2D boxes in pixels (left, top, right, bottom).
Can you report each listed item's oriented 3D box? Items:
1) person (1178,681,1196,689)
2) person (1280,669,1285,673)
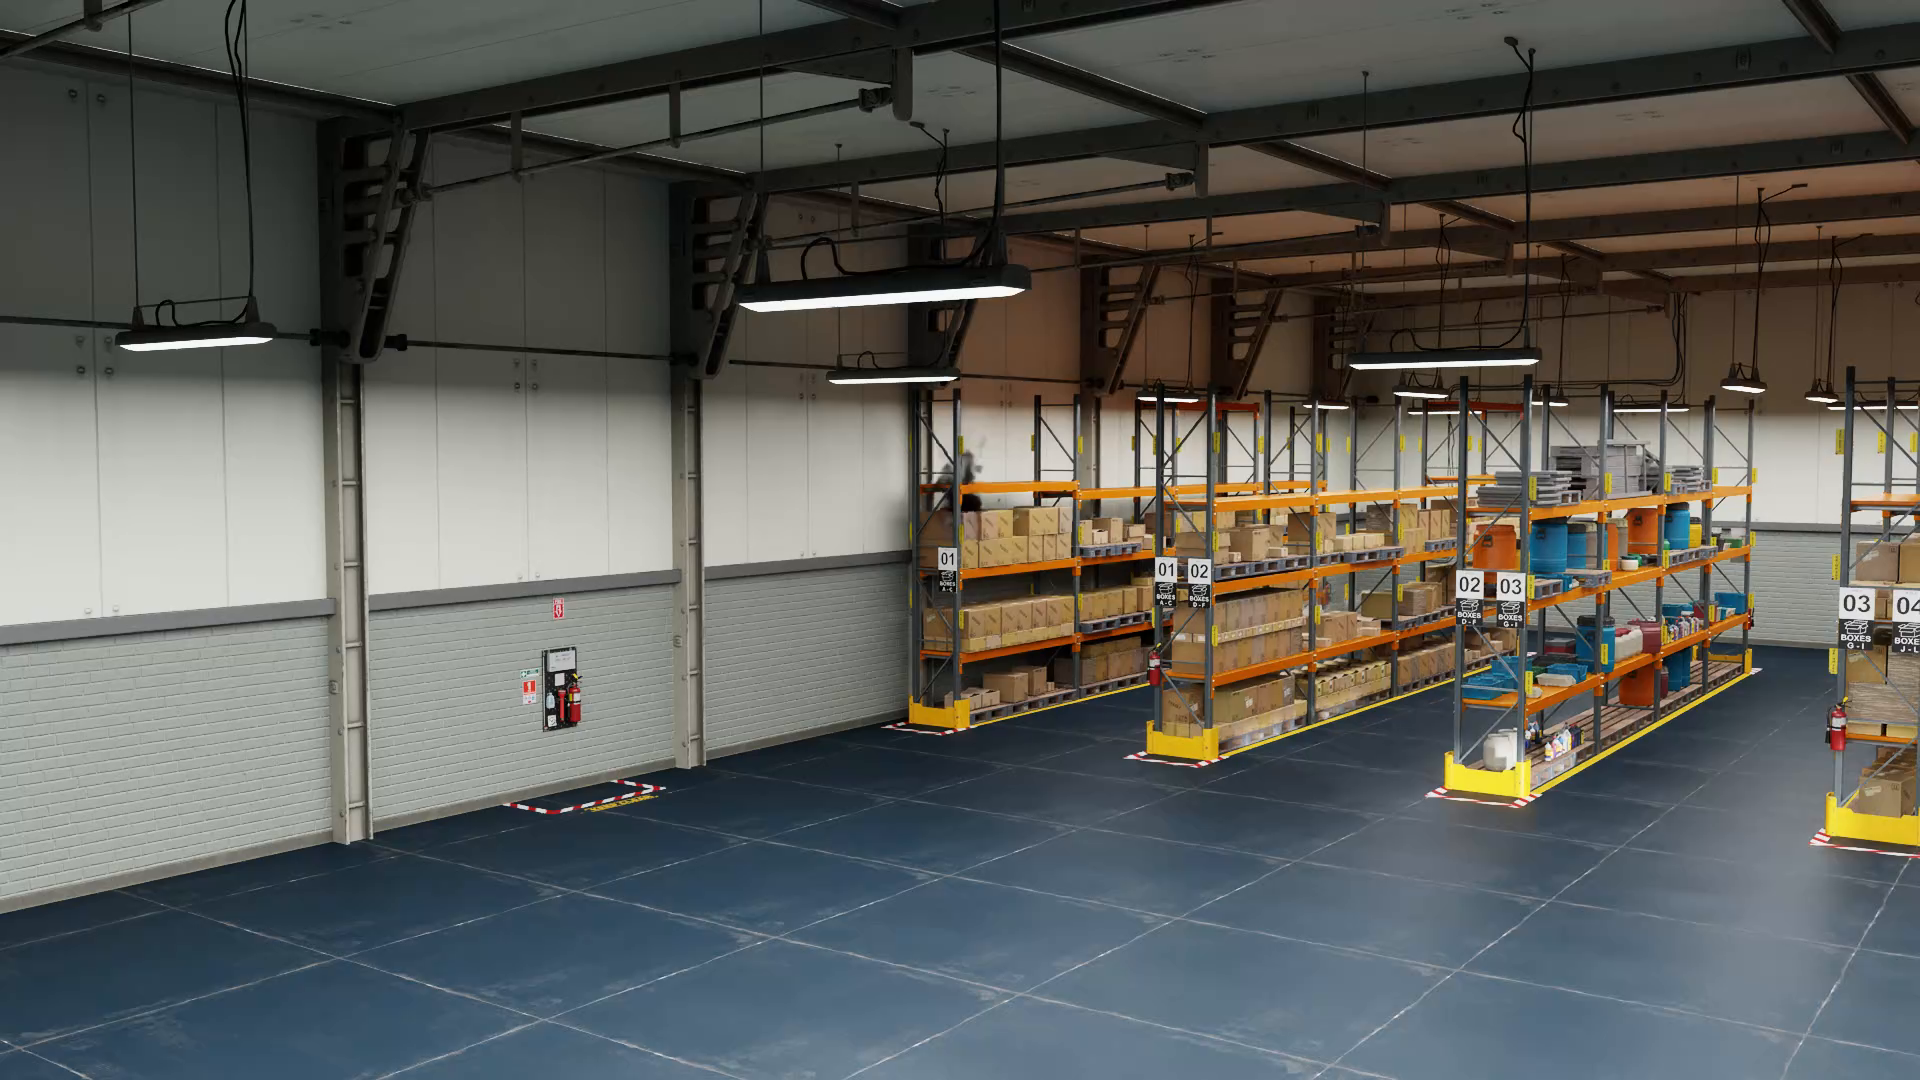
[{"bbox_3d":[4.369,2.347,31.368,0.691,1.731,0.638,2,4,27],"label":"person"},{"bbox_3d":[6.684,2.129,35.494,0.620,1.656,1.005,2,4,27],"label":"person"}]
